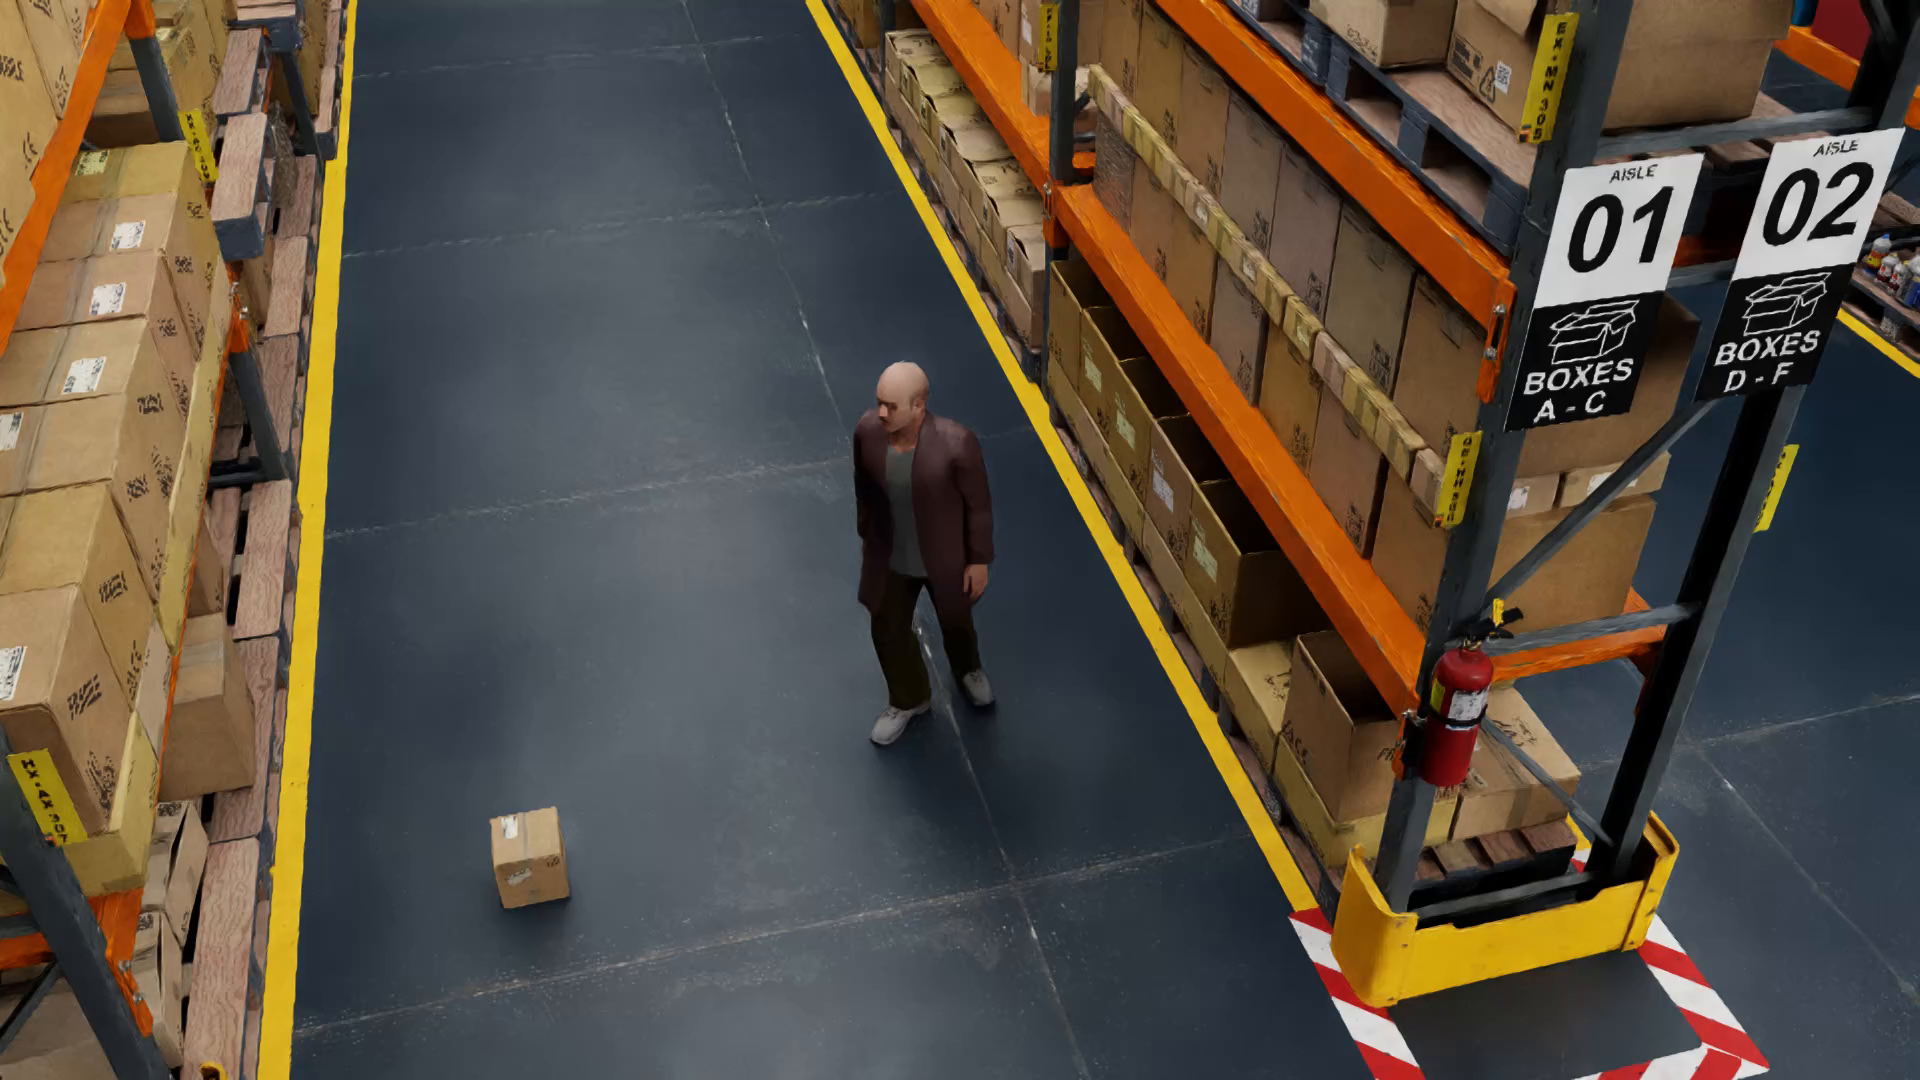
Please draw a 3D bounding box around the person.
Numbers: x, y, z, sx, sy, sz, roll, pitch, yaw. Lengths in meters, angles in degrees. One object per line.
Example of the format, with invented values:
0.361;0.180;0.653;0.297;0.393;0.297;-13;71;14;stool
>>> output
-0.138;0.018;6.705;0.608;1.769;0.641;12;39;15;person
